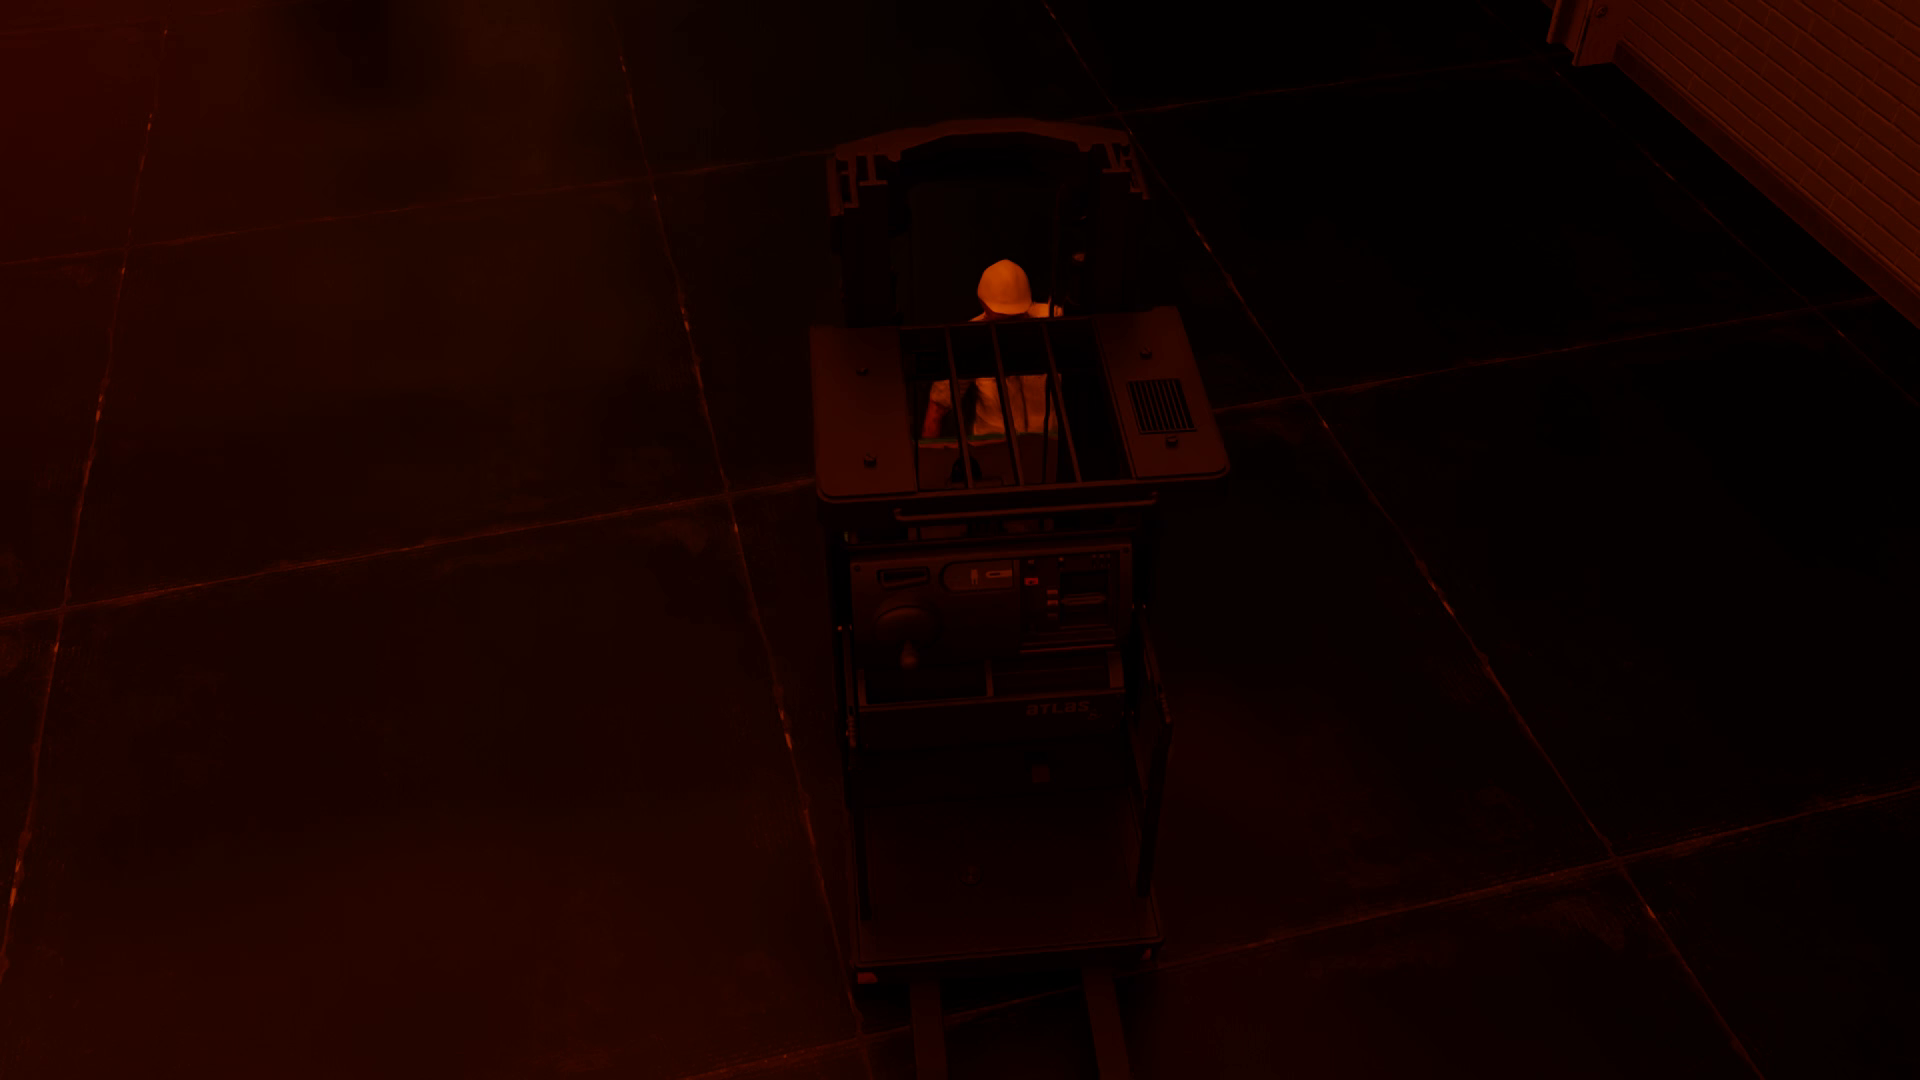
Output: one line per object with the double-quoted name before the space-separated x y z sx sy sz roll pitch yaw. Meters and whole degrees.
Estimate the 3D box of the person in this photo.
"person" 0.192 -0.337 6.922 0.789 1.692 0.725 -2 43 -2

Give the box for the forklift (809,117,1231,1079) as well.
"forklift" 0.131 0.300 5.328 1.130 2.935 3.031 -4 44 -4
